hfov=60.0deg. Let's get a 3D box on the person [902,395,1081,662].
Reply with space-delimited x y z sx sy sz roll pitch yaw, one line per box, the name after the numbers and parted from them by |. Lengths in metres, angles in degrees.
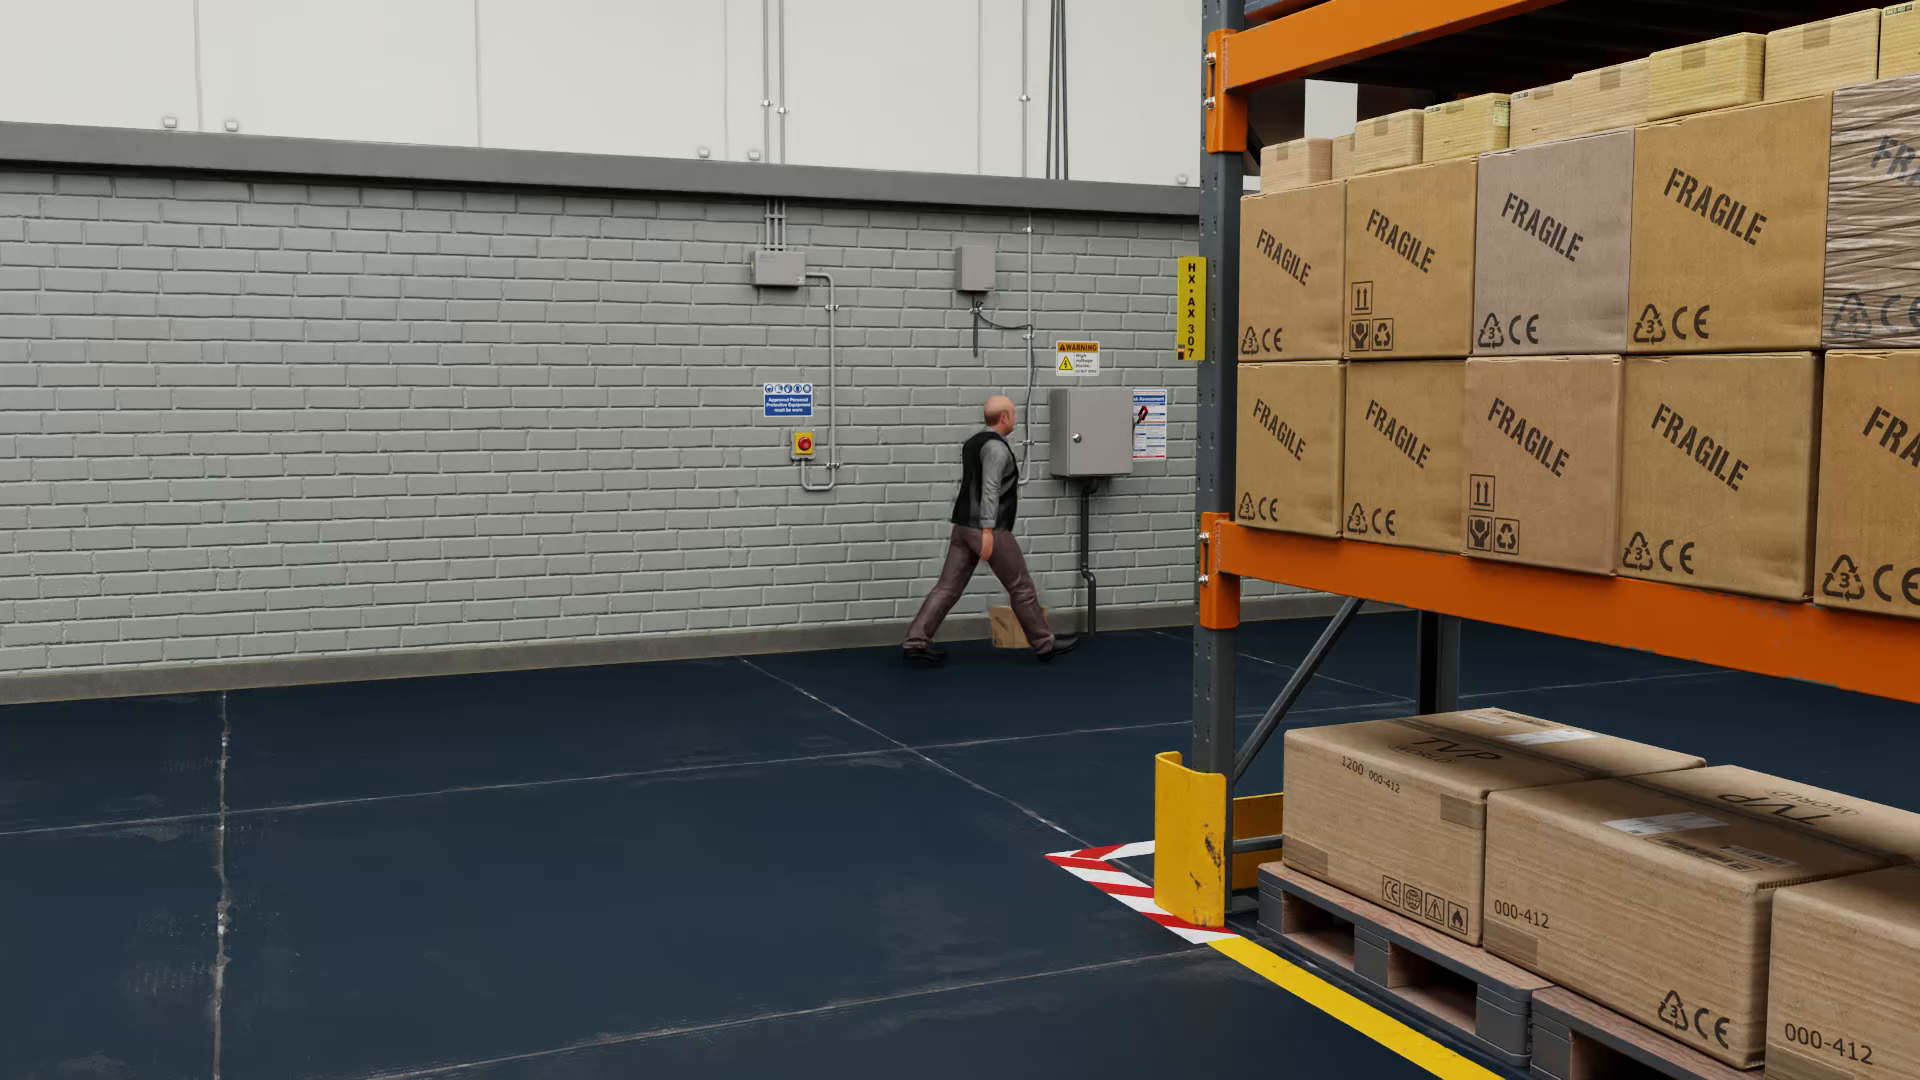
0.176 -0.063 10.252 1.119 1.651 0.544 -2 6 -25 | person
